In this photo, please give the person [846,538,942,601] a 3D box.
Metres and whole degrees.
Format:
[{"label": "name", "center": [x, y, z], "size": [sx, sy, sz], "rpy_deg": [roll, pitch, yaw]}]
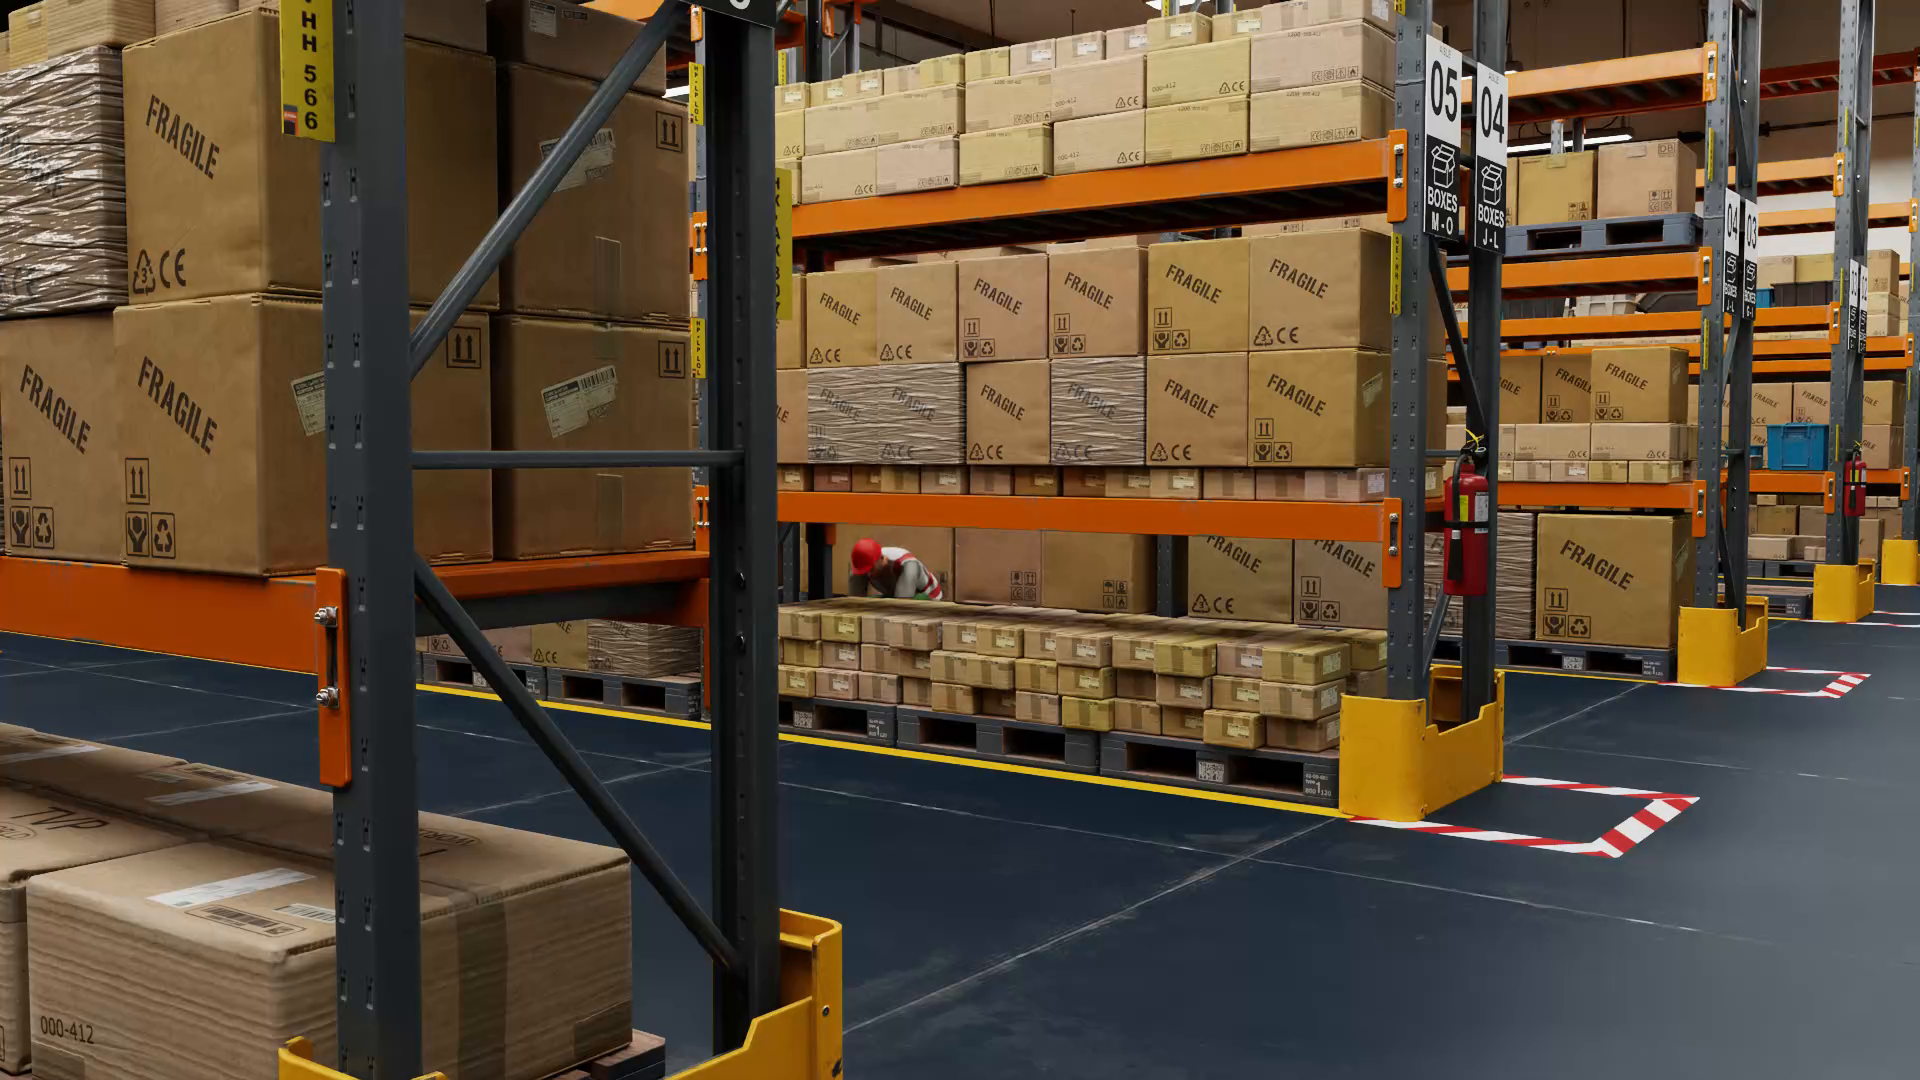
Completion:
[{"label": "person", "center": [-0.466, 0.437, 11.478], "size": [0.570, 0.937, 0.885], "rpy_deg": [2, 4, 36]}]
